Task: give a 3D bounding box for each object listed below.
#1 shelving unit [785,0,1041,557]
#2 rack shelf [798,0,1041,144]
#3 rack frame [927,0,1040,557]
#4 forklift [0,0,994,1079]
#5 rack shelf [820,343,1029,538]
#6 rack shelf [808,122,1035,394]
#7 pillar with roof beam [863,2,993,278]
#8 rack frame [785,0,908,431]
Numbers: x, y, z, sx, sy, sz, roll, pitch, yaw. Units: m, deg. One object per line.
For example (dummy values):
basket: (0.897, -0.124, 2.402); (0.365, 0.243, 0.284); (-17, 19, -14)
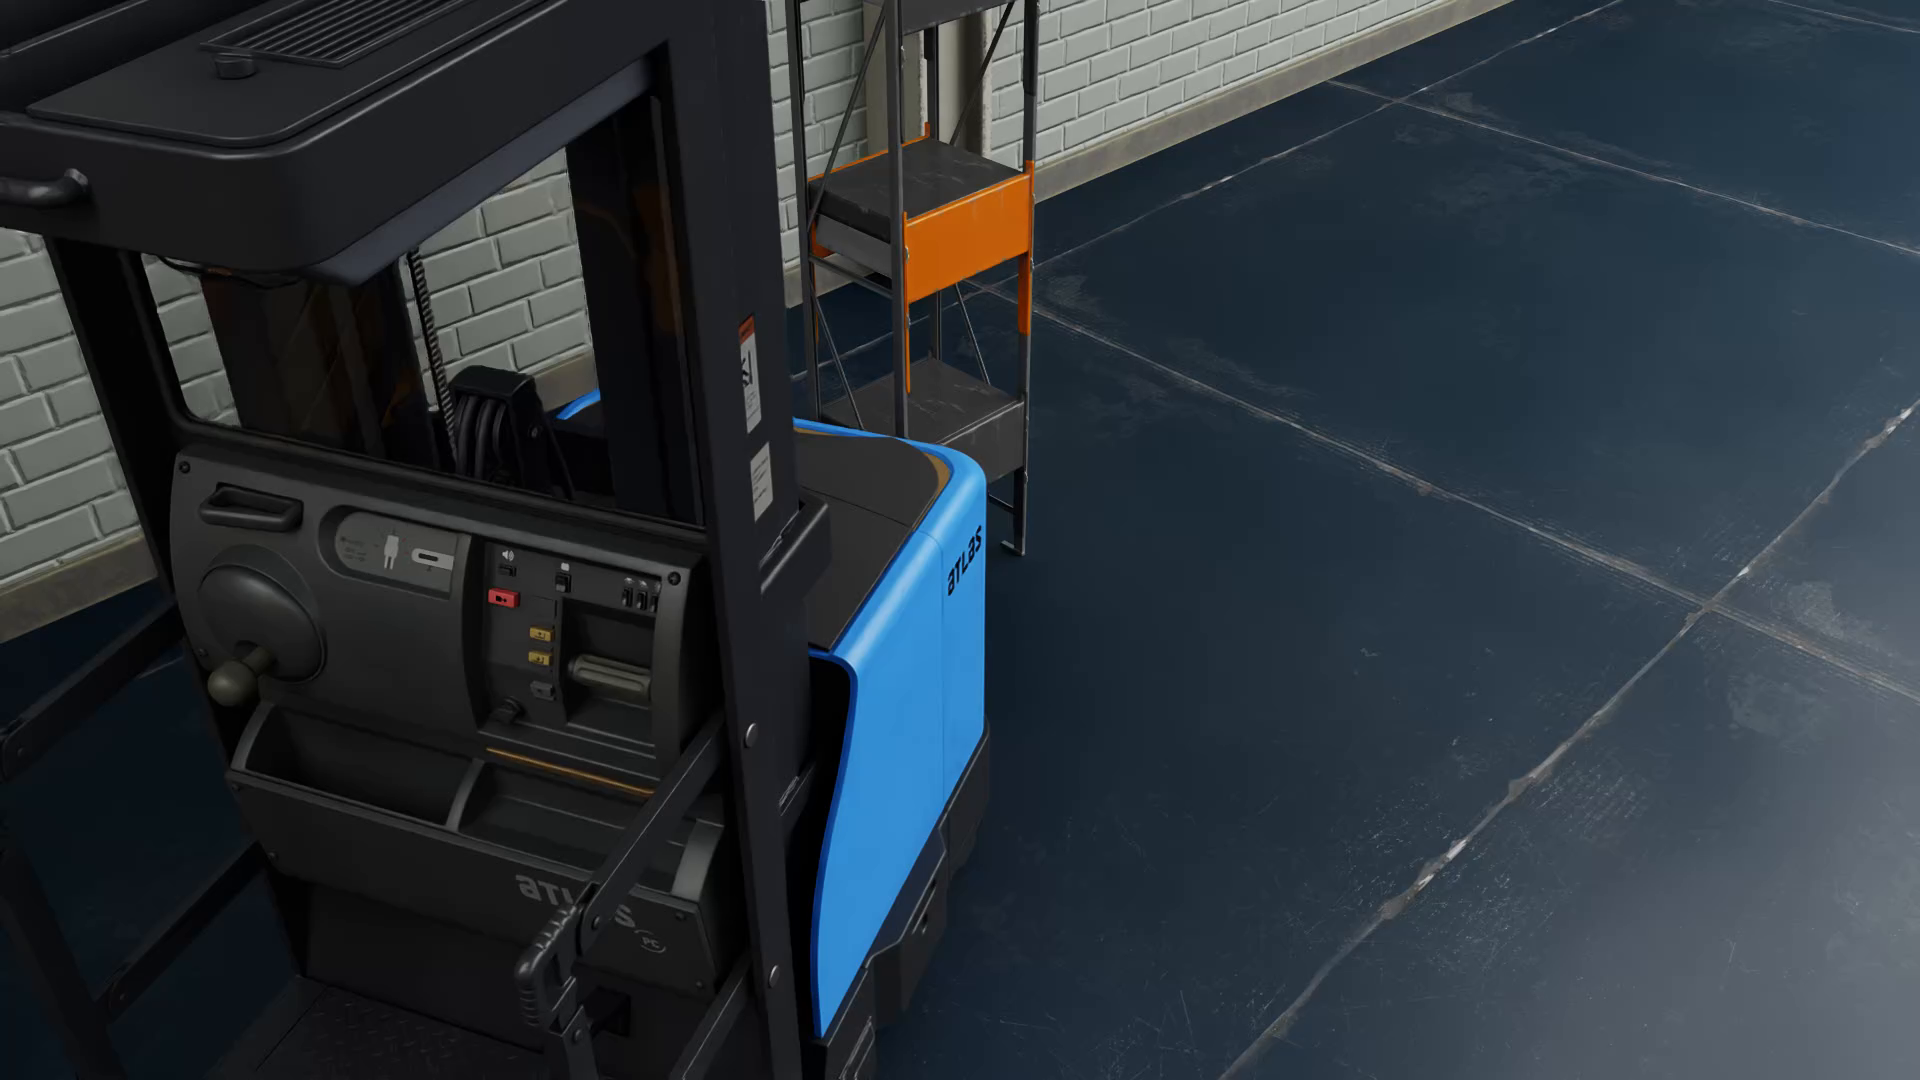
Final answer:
shelving unit: (-0.117, -0.794, 4.553); (0.431, 2.100, 0.503); (30, 45, 35)
rack shelf: (-0.117, -1.357, 4.160); (0.431, 0.518, 0.480); (30, 45, 35)
rack frame: (0.055, -0.893, 4.695); (0.400, 2.100, 0.015); (30, 45, 35)
forklift: (-0.898, 0.166, 2.450); (1.130, 2.935, 3.031); (12, 37, 16)
rack shelf: (-0.117, -0.209, 4.961); (0.431, 0.518, 0.480); (30, 45, 35)
rack shelf: (-0.117, -0.783, 4.561); (0.431, 0.518, 0.480); (30, 45, 35)
pillar with roof beam: (2.936, -3.092, 1.818); (9.100, 9.000, 0.400); (30, 45, 35)
rack frame: (-0.289, -0.695, 4.411); (0.400, 2.100, 0.015); (30, 45, 35)
